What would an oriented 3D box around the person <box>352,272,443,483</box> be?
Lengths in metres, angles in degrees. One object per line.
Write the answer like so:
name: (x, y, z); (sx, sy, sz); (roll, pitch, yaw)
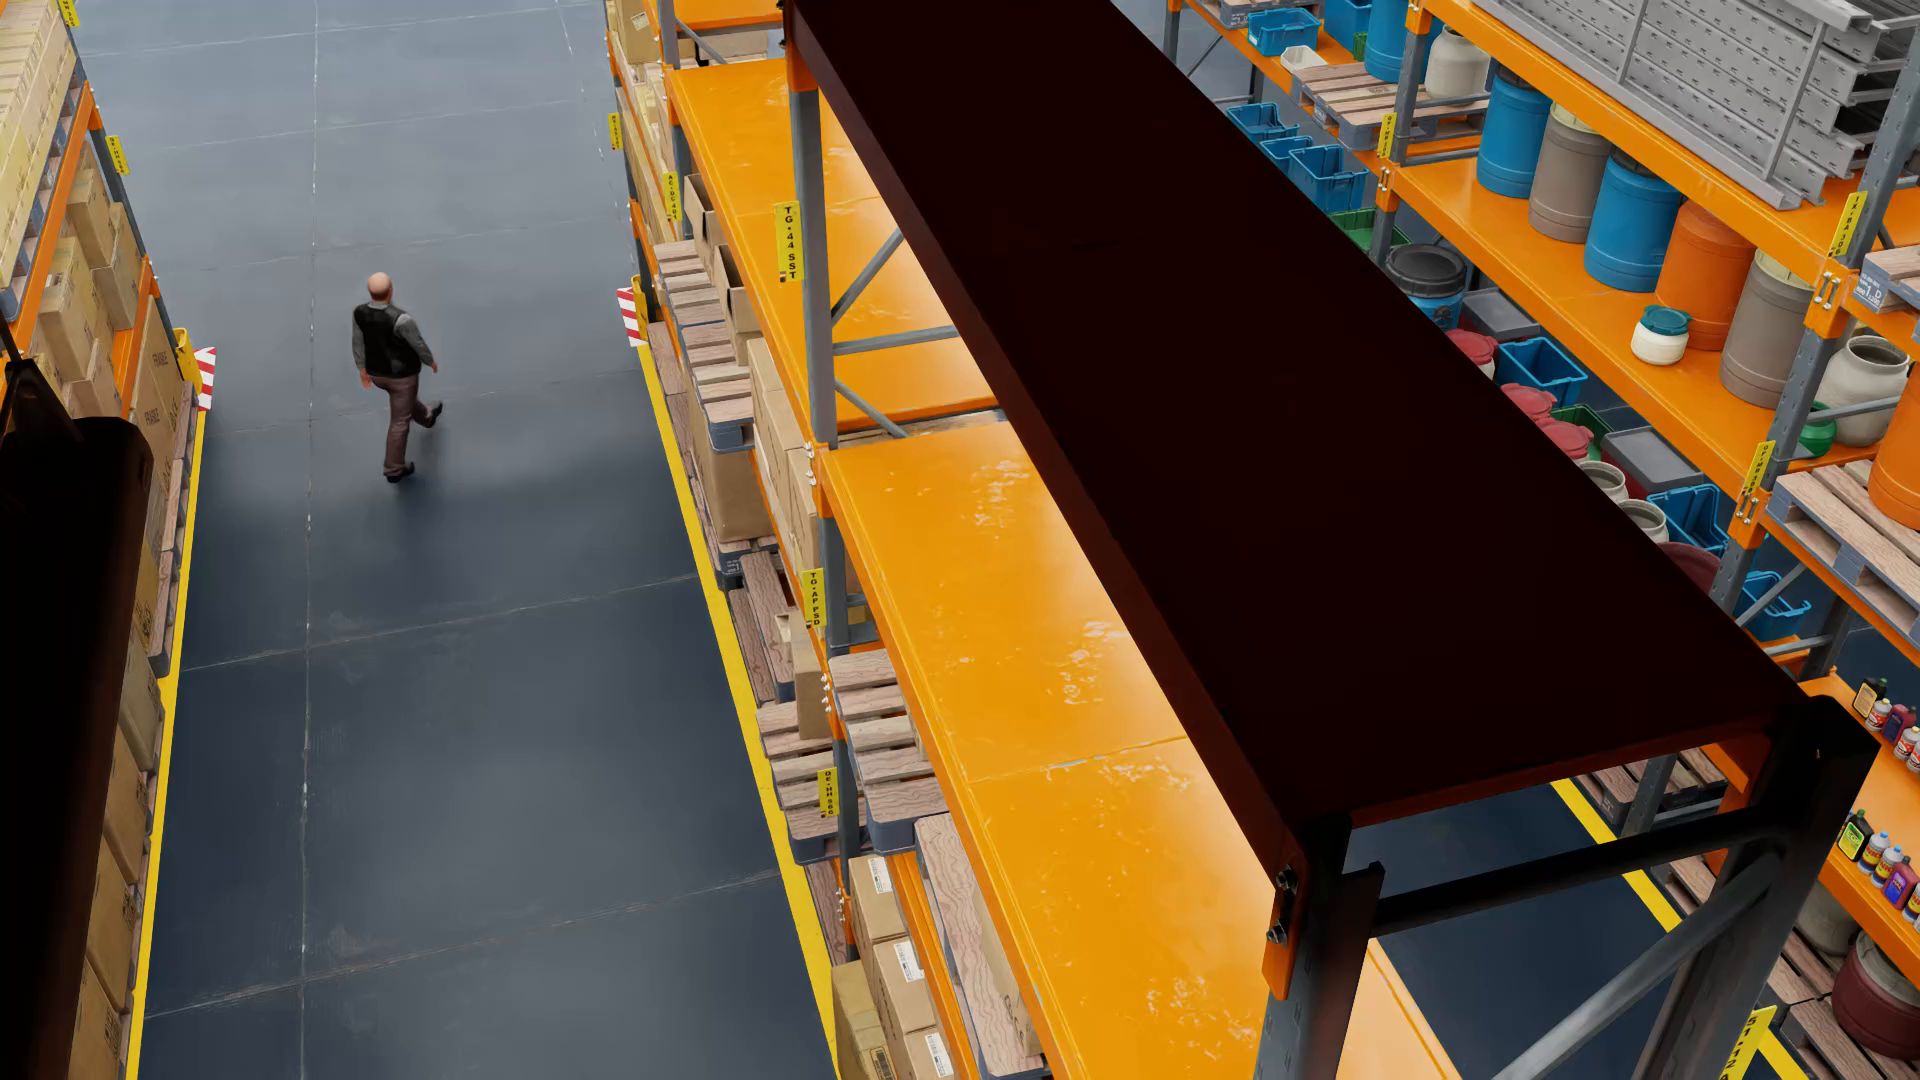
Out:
person: (-4.418, -1.397, 13.203); (0.558, 1.669, 1.029); (15, 41, 18)
